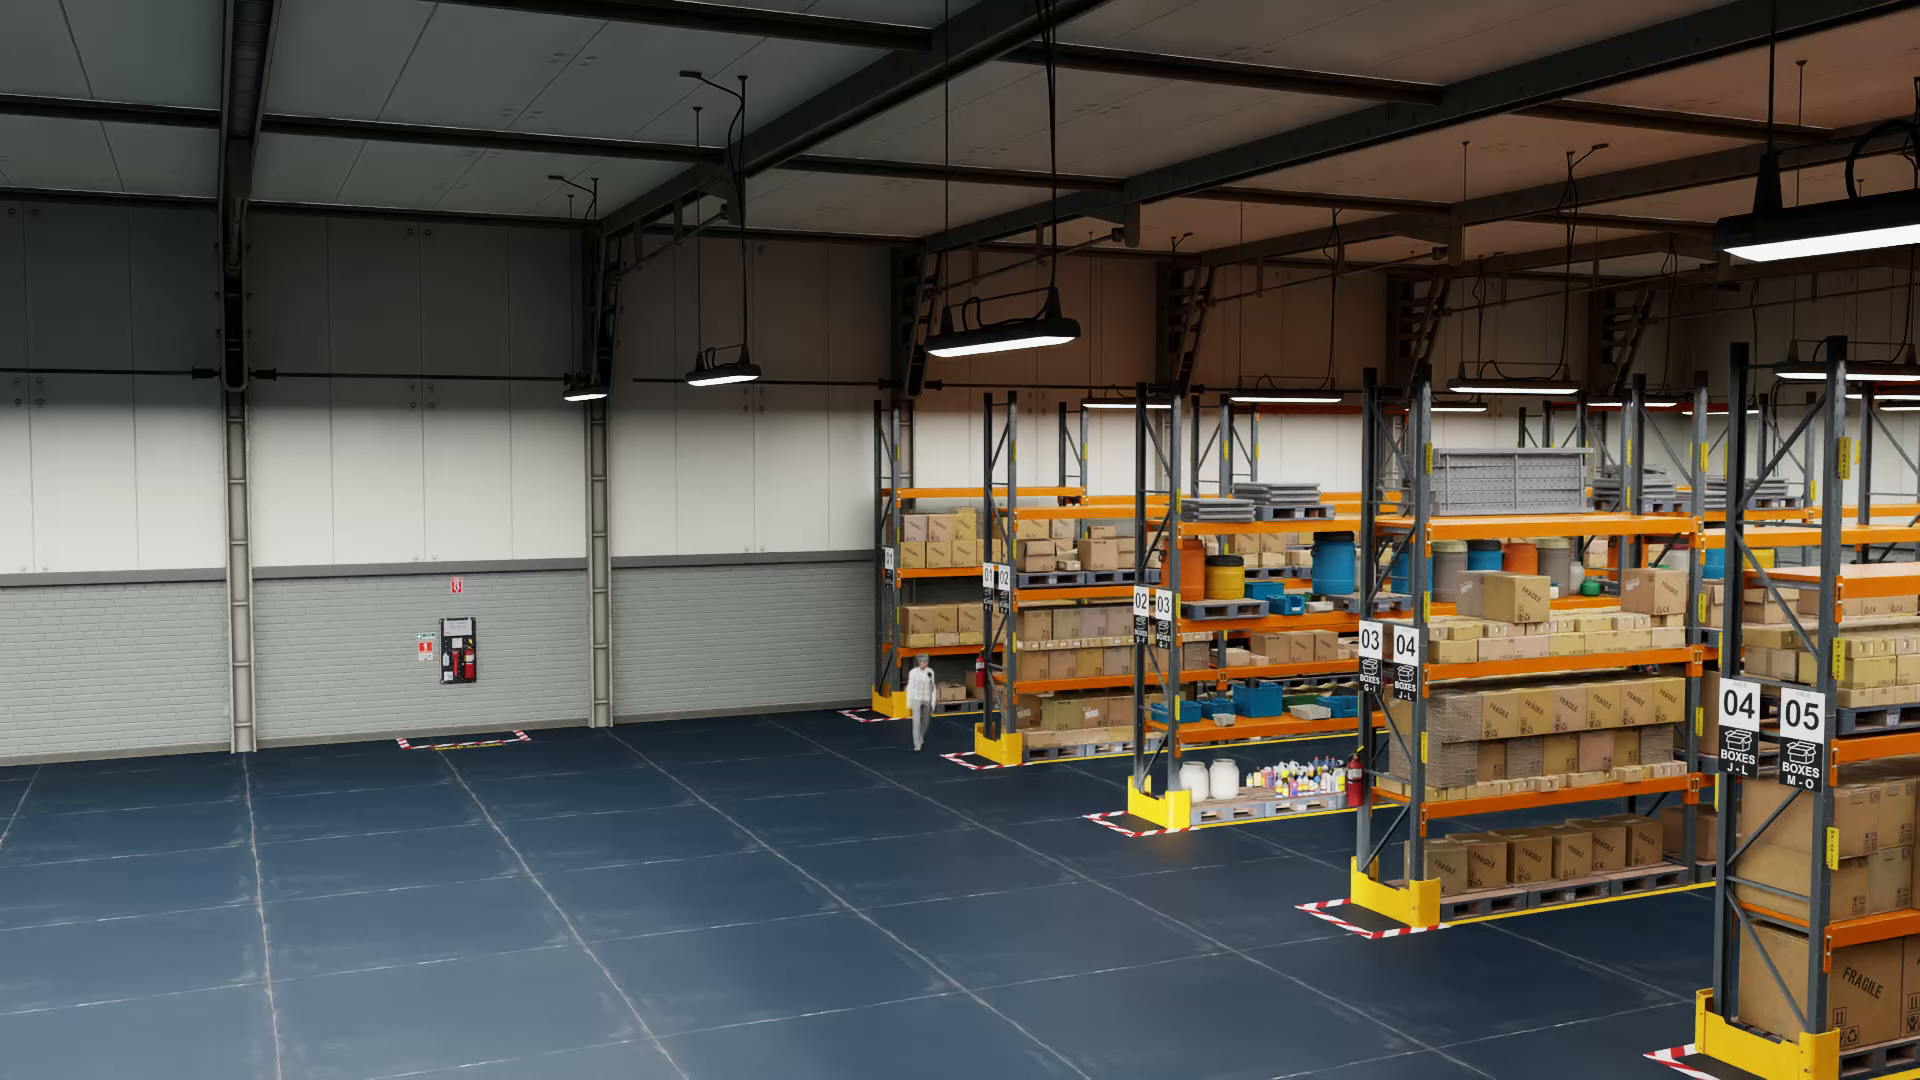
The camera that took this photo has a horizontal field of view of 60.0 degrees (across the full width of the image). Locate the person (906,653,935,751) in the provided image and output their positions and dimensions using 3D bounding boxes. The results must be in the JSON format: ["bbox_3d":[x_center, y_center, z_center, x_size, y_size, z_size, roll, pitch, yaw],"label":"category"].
[{"bbox_3d":[-0.659,2.716,28.077,0.484,1.639,0.798,-1,4,-21],"label":"person"}]
